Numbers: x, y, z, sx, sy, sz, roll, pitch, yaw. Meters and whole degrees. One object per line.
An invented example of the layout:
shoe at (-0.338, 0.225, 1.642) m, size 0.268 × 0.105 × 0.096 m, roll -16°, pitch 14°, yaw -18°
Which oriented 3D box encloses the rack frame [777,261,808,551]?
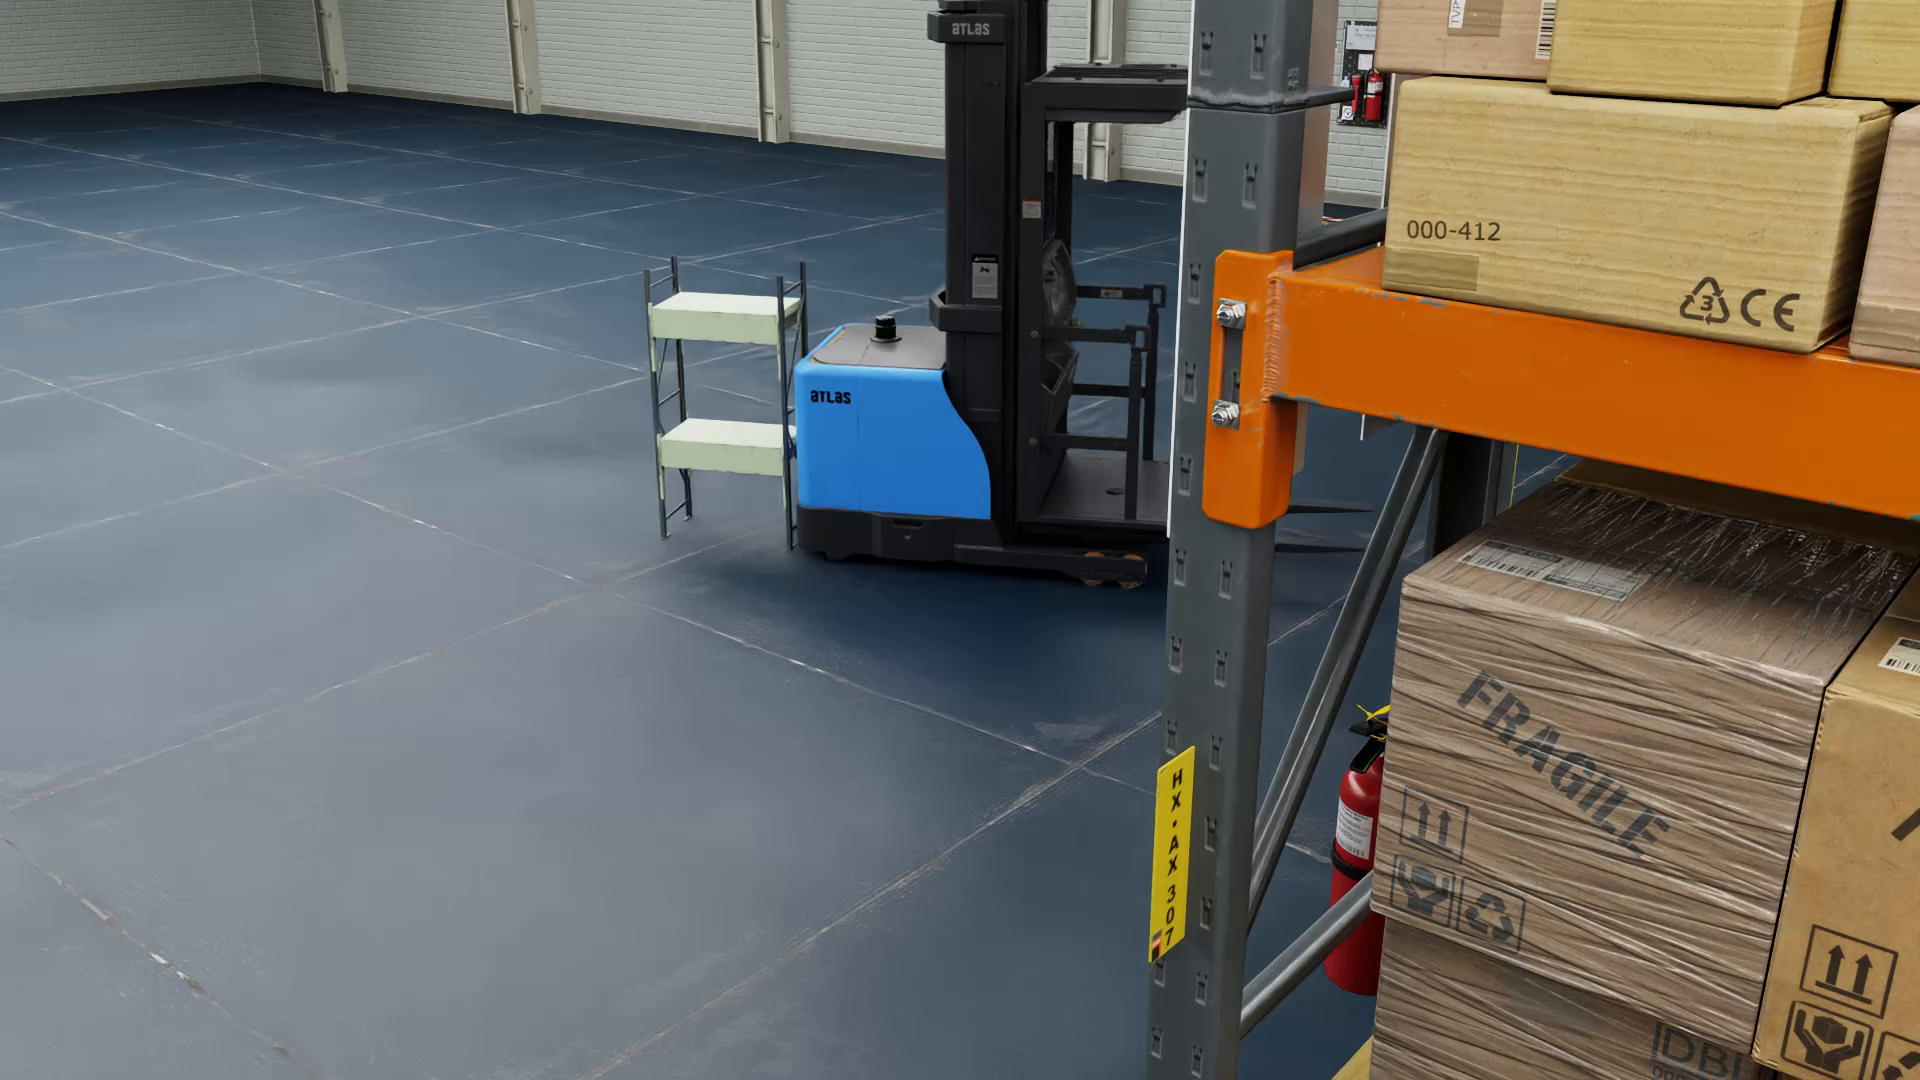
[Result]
rack frame at (-0.879, -0.712, 8.930) m, size 0.023 × 1.500 × 0.400 m, roll 5°, pitch 21°, yaw 13°

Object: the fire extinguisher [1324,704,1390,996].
fire extinguisher at (0.860, 0.607, 3.417) m, size 0.183 × 0.674 × 0.296 m, roll 16°, pitch 26°, yaw 36°

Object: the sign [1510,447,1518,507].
sign at (1.024, -0.115, 3.132) m, size 0.005 × 0.325 × 0.100 m, roll 16°, pitch 26°, yaw 36°

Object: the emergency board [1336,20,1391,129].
emergency board at (4.604, -5.321, 19.026) m, size 0.643 × 1.169 × 0.194 m, roll 16°, pitch 26°, yaw 36°

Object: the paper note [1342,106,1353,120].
paper note at (4.510, -4.967, 19.336) m, size 0.142 × 0.148 × 0.016 m, roll 16°, pitch 26°, yaw 36°

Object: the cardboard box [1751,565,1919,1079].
cardboard box at (1.294, 0.379, 1.931) m, size 0.500 × 0.500 × 0.500 m, roll 16°, pitch 26°, yaw 36°

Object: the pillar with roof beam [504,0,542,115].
pillar with roof beam at (-10.173, -10.405, 24.007) m, size 0.400 × 9.000 × 9.100 m, roll 16°, pitch 26°, yaw 36°

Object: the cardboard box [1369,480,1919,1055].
cardboard box at (0.911, 0.266, 2.232) m, size 0.500 × 0.500 × 0.500 m, roll 16°, pitch 26°, yaw 36°

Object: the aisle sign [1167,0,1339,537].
aisle sign at (0.420, -0.426, 2.362) m, size 0.004 × 0.787 × 0.394 m, roll 16°, pitch 26°, yaw 36°

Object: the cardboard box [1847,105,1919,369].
cardboard box at (1.271, -0.320, 1.726) m, size 0.500 × 0.250 × 0.500 m, roll 15°, pitch 26°, yaw 35°

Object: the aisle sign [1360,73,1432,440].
aisle sign at (0.799, -0.590, 2.797) m, size 0.004 × 0.787 × 0.394 m, roll 16°, pitch 26°, yaw 36°

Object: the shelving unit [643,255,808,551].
shelving unit at (-1.235, -0.742, 9.010) m, size 0.755 × 1.500 × 0.431 m, roll 5°, pitch 21°, yaw 13°

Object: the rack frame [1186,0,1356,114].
rack frame at (0.657, -2.085, 1.943) m, size 0.127 × 3.000 × 1.000 m, roll 16°, pitch 26°, yaw 36°

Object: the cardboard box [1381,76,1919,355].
cardboard box at (0.867, -0.433, 2.027) m, size 0.500 × 0.250 × 0.500 m, roll 17°, pitch 27°, yaw 38°

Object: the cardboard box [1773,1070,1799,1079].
cardboard box at (1.529, 0.745, 2.378) m, size 0.500 × 0.500 × 0.875 m, roll 16°, pitch 26°, yaw 36°

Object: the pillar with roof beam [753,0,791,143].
pillar with roof beam at (-5.525, -9.066, 20.457) m, size 0.400 × 9.000 × 9.100 m, roll 16°, pitch 26°, yaw 36°

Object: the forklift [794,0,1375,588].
forklift at (0.698, -1.332, 8.546) m, size 3.031 × 2.935 × 1.130 m, roll 4°, pitch 21°, yaw 10°

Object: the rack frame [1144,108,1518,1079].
rack frame at (0.657, 0.722, 3.002) m, size 0.127 × 3.000 × 1.000 m, roll 16°, pitch 26°, yaw 36°

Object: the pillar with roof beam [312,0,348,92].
pillar with roof beam at (-14.821, -11.744, 27.556) m, size 0.400 × 9.000 × 9.100 m, roll 16°, pitch 26°, yaw 36°

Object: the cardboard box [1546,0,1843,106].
cardboard box at (0.864, -0.589, 1.875) m, size 0.250 × 0.149 × 0.380 m, roll 17°, pitch 26°, yaw 37°

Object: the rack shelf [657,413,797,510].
rack shelf at (-1.235, -0.437, 9.125) m, size 0.720 × 0.370 × 0.431 m, roll 5°, pitch 21°, yaw 13°

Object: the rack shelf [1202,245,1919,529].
rack shelf at (2.207, 0.102, 1.416) m, size 4.000 × 0.370 × 1.077 m, roll 16°, pitch 26°, yaw 36°

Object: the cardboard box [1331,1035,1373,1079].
cardboard box at (0.727, 0.969, 2.705) m, size 0.250 × 0.149 × 0.380 m, roll 16°, pitch 26°, yaw 36°

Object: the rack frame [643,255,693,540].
rack frame at (-1.591, -0.772, 9.090) m, size 0.023 × 1.500 × 0.400 m, roll 5°, pitch 21°, yaw 13°

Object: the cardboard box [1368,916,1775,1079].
cardboard box at (1.066, 0.666, 2.586) m, size 0.500 × 0.500 × 0.875 m, roll 16°, pitch 26°, yaw 36°

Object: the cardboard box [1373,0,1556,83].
cardboard box at (0.724, -0.673, 2.098) m, size 0.250 × 0.149 × 0.380 m, roll 16°, pitch 26°, yaw 36°

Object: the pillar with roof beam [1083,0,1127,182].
pillar with roof beam at (-0.876, -7.728, 16.907) m, size 0.400 × 9.000 × 9.100 m, roll 16°, pitch 26°, yaw 36°

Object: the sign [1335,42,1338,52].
sign at (4.238, -5.733, 19.319) m, size 0.331 × 0.109 × 0.001 m, roll 16°, pitch 26°, yaw 36°

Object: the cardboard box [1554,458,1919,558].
cardboard box at (1.240, 0.124, 2.609) m, size 0.500 × 0.500 × 0.500 m, roll 16°, pitch 26°, yaw 36°

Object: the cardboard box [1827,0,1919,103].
cardboard box at (1.138, -0.566, 1.815) m, size 0.250 × 0.149 × 0.380 m, roll 16°, pitch 26°, yaw 35°

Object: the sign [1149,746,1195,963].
sign at (0.314, 0.466, 2.456) m, size 0.005 × 0.325 × 0.100 m, roll 16°, pitch 26°, yaw 36°

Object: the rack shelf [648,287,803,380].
rack shelf at (-1.235, -1.107, 8.872) m, size 0.720 × 0.370 × 0.431 m, roll 5°, pitch 21°, yaw 13°
